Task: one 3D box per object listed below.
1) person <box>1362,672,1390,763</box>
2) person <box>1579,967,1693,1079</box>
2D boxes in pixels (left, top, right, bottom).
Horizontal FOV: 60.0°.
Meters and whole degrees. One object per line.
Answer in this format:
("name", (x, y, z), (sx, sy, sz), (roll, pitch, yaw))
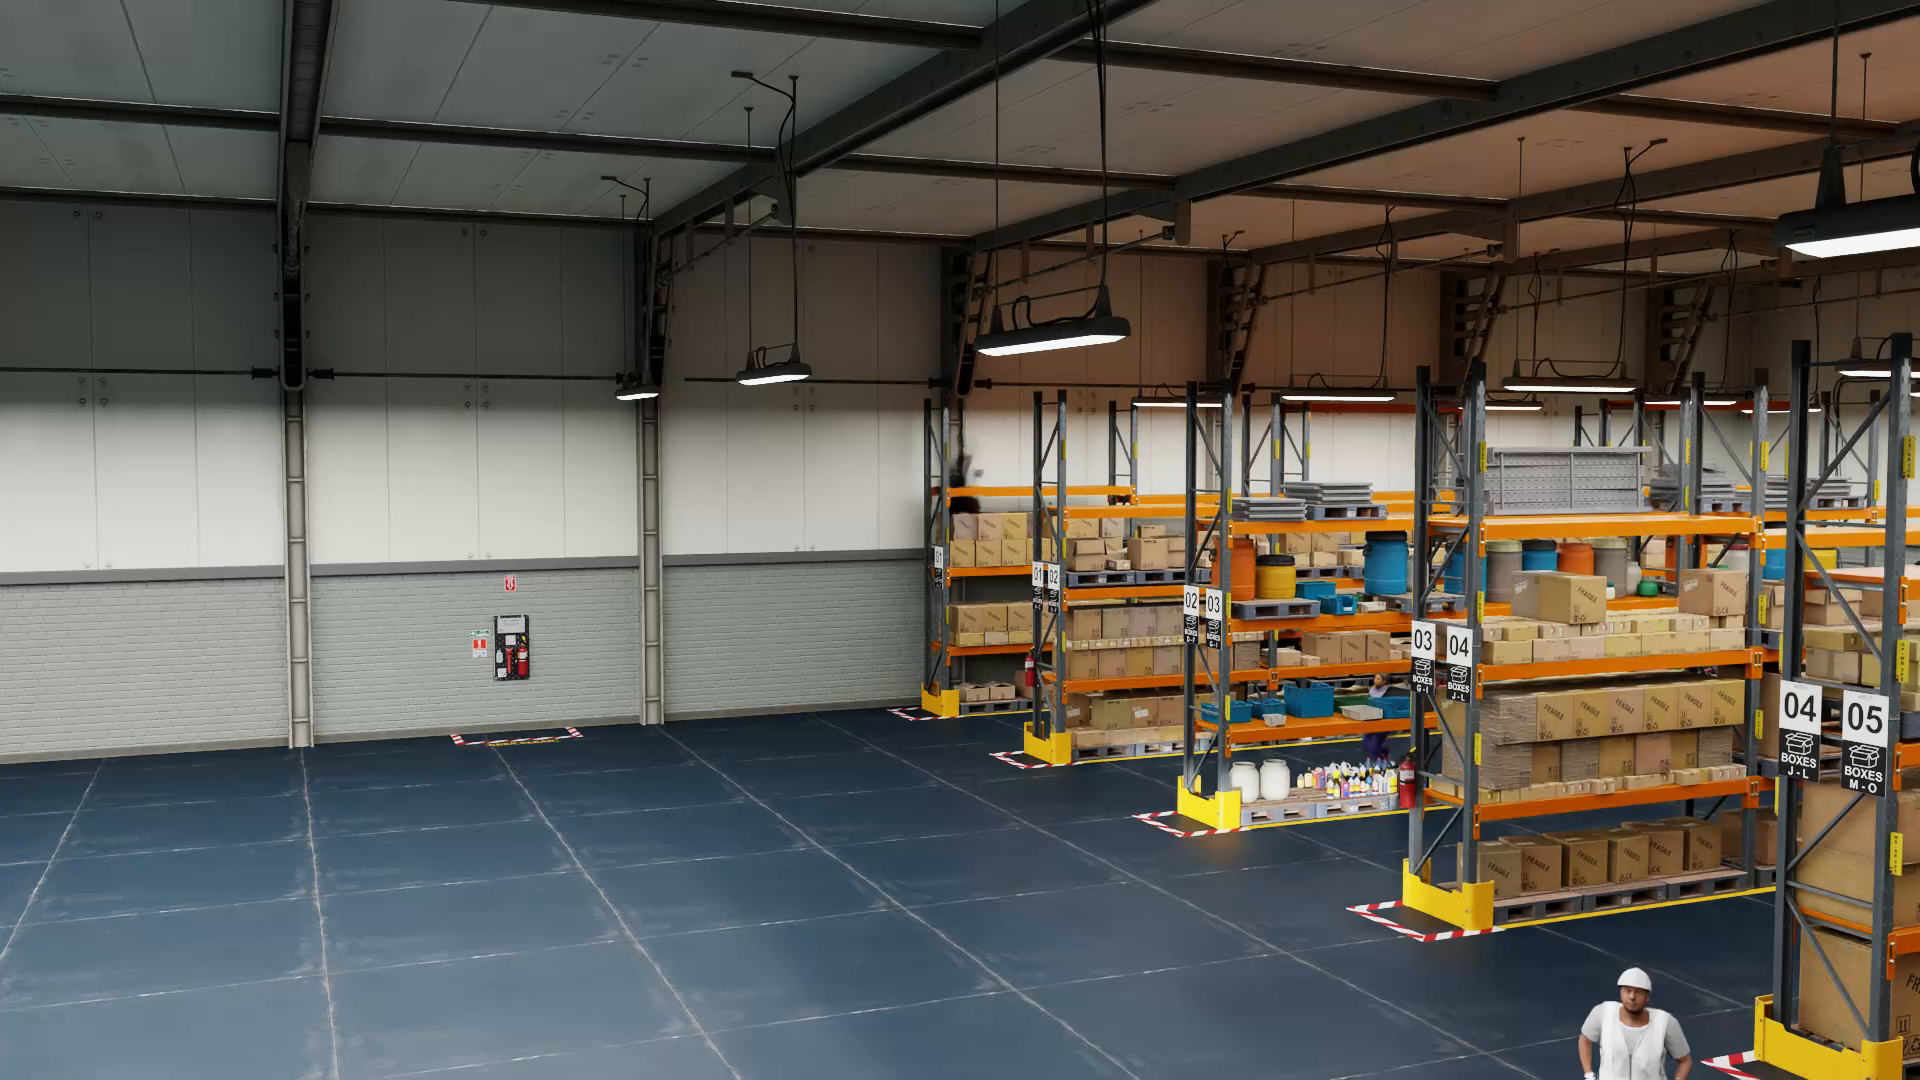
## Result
("person", (6.538, 2.857, 25.816), (0.584, 1.599, 0.609), (-2, 4, -36))
("person", (4.396, 3.652, 10.854), (0.695, 1.746, 0.590), (1, 4, 23))
